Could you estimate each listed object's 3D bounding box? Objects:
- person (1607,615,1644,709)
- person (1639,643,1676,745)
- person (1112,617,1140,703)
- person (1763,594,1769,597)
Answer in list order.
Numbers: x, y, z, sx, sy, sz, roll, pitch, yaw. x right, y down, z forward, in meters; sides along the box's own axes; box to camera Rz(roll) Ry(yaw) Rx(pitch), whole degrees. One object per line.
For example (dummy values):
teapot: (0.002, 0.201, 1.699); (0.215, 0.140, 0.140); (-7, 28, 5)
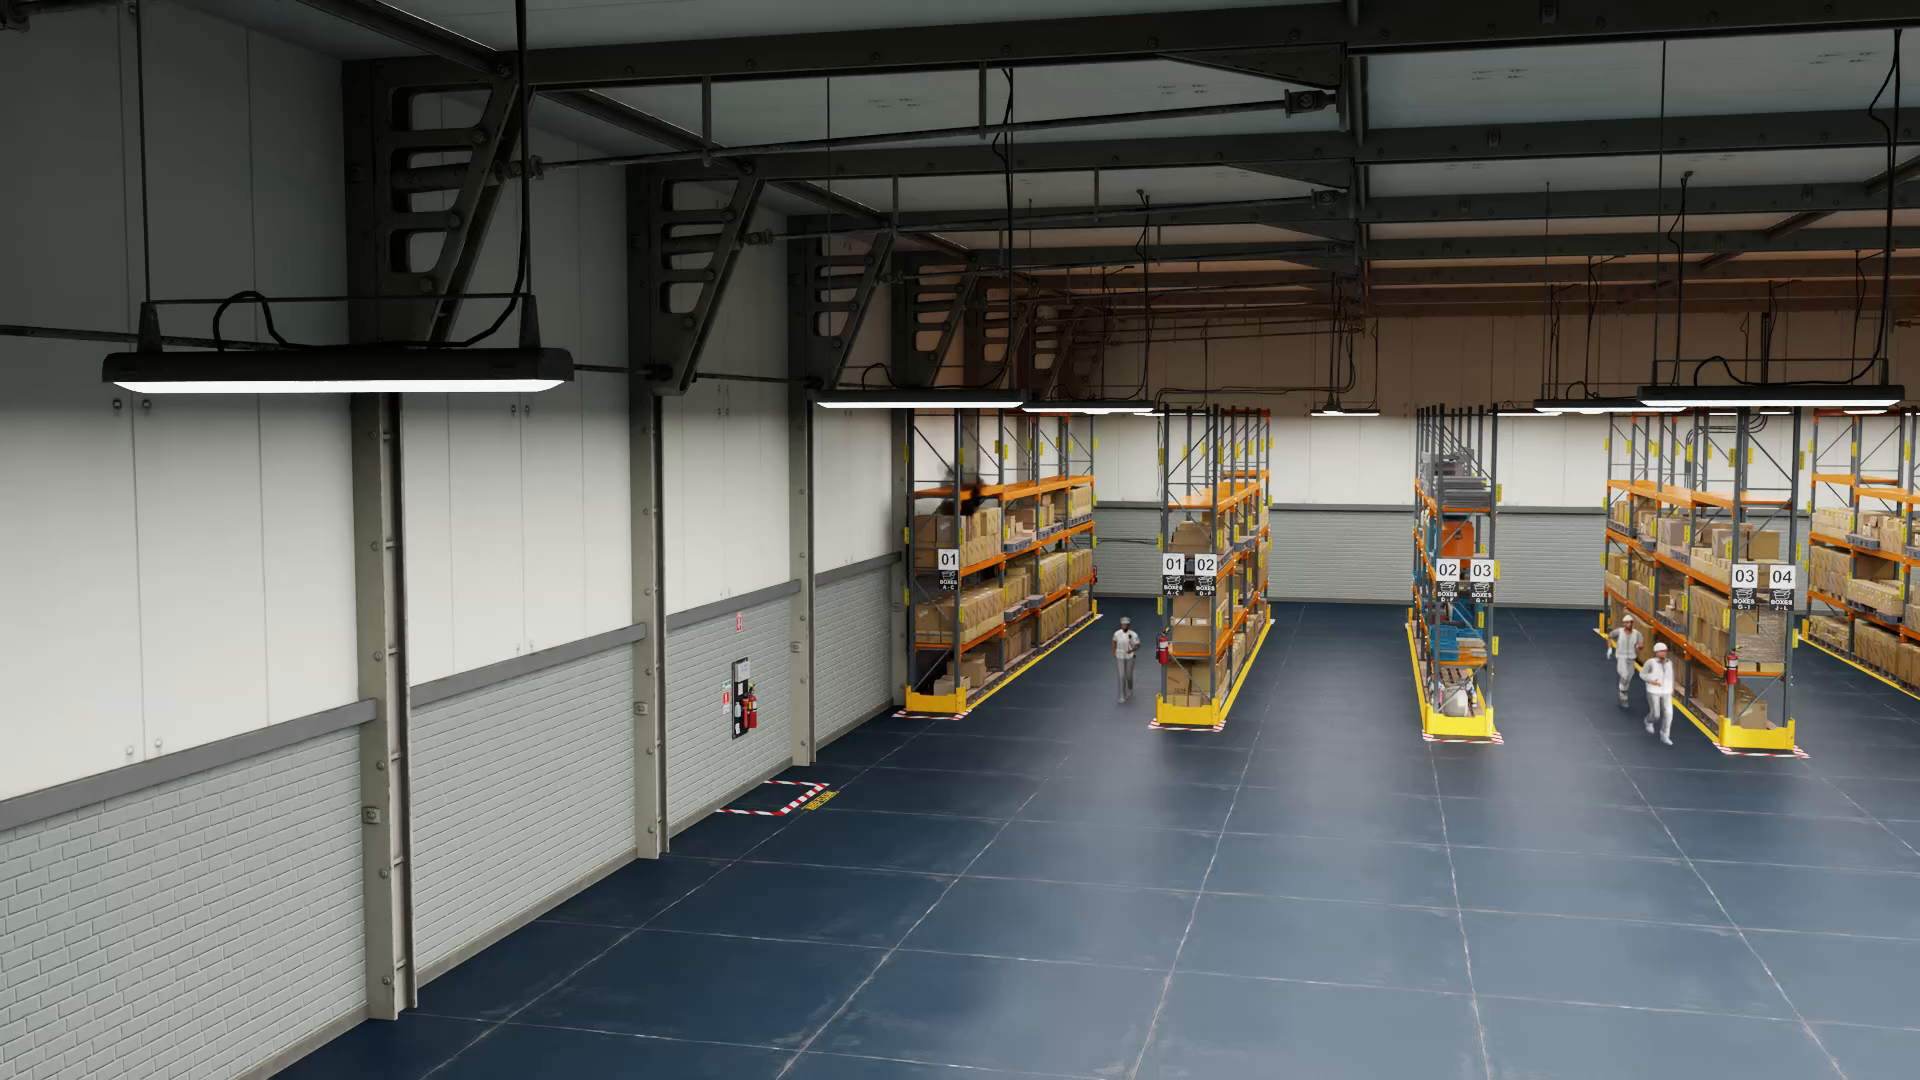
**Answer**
person: (13.280, 2.409, 33.167); (0.643, 1.844, 0.876); (0, 4, 4)
person: (12.427, 2.703, 29.578); (0.698, 1.772, 0.829); (0, 4, 0)
person: (3.362, 2.408, 33.758); (0.591, 1.699, 0.816); (1, 4, 11)
person: (21.240, 1.653, 44.243); (0.717, 1.753, 0.806); (-3, 5, -31)
